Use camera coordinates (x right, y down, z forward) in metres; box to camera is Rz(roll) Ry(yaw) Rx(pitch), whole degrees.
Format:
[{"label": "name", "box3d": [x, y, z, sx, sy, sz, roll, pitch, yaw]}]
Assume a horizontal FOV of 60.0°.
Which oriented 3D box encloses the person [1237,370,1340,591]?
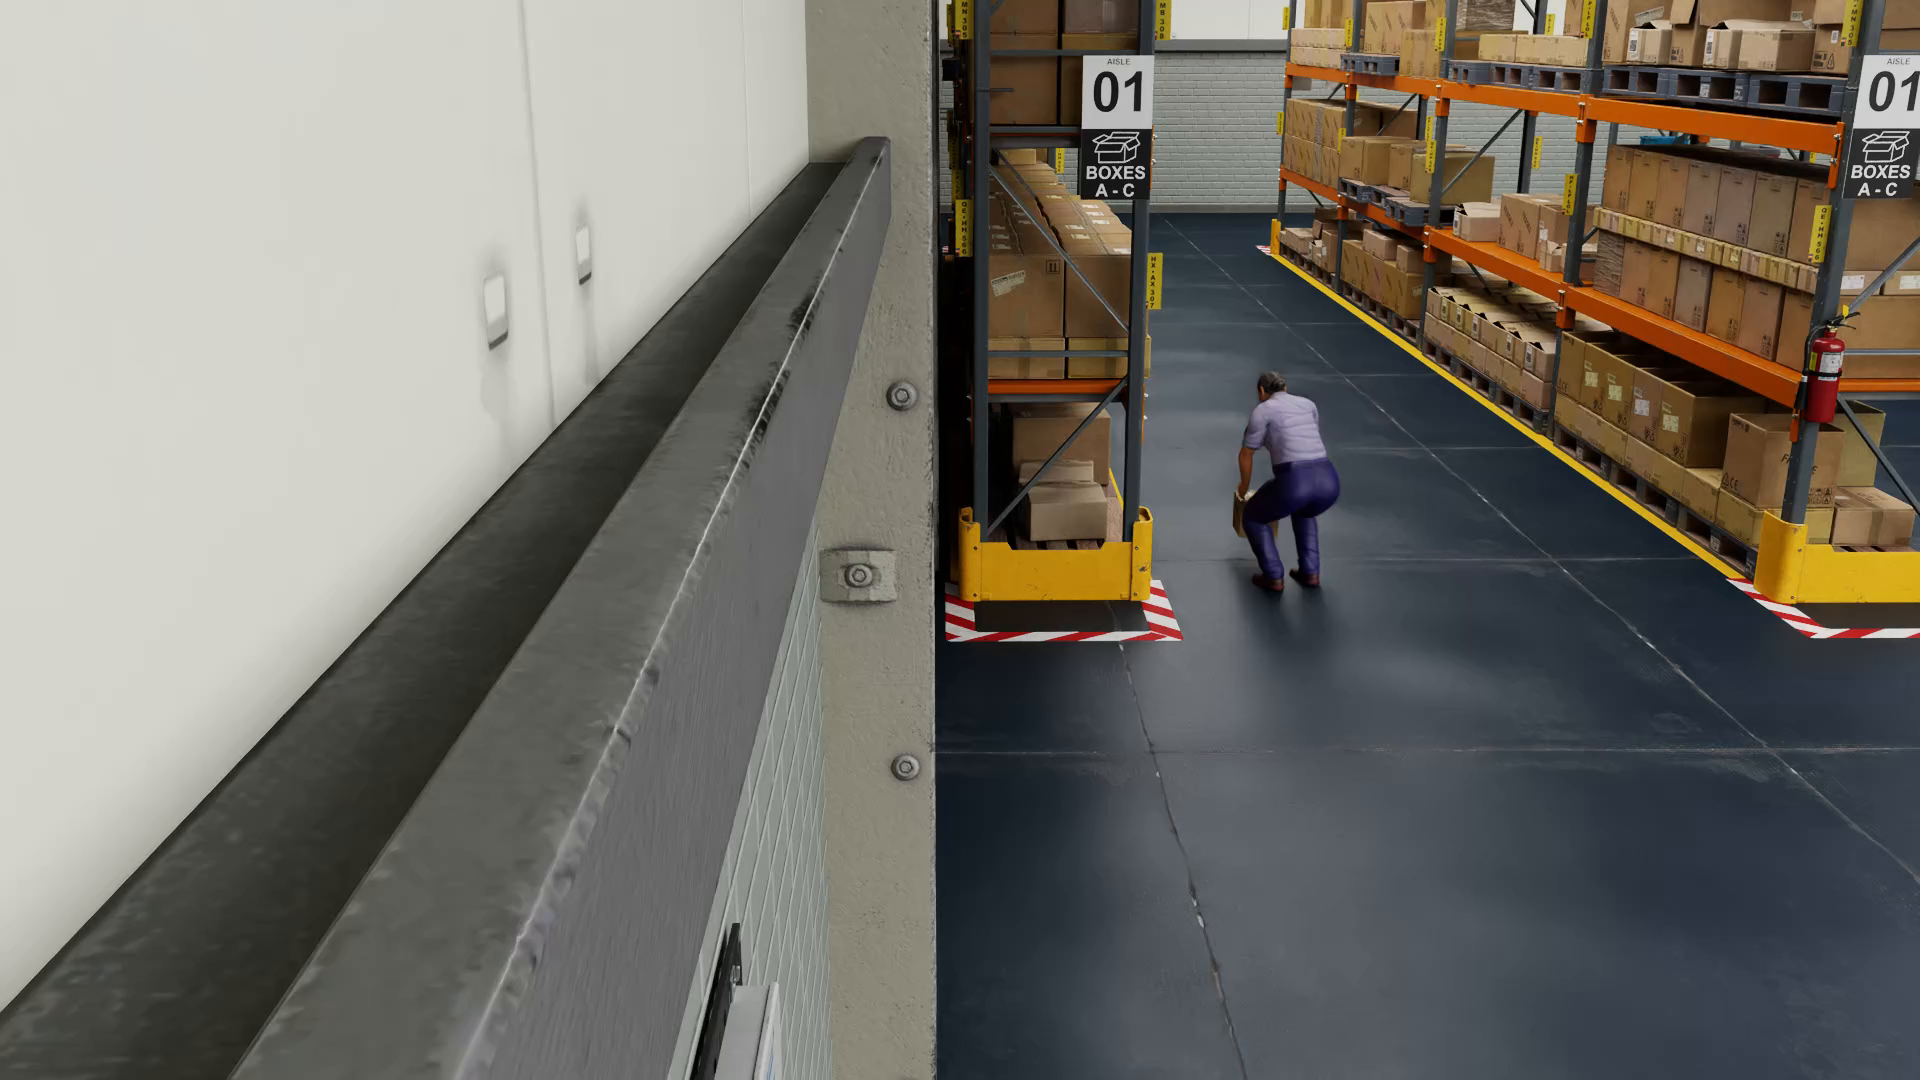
[{"label": "person", "box3d": [2.012, -0.355, 10.293, 0.535, 1.314, 0.687, -5, 18, -16]}]
